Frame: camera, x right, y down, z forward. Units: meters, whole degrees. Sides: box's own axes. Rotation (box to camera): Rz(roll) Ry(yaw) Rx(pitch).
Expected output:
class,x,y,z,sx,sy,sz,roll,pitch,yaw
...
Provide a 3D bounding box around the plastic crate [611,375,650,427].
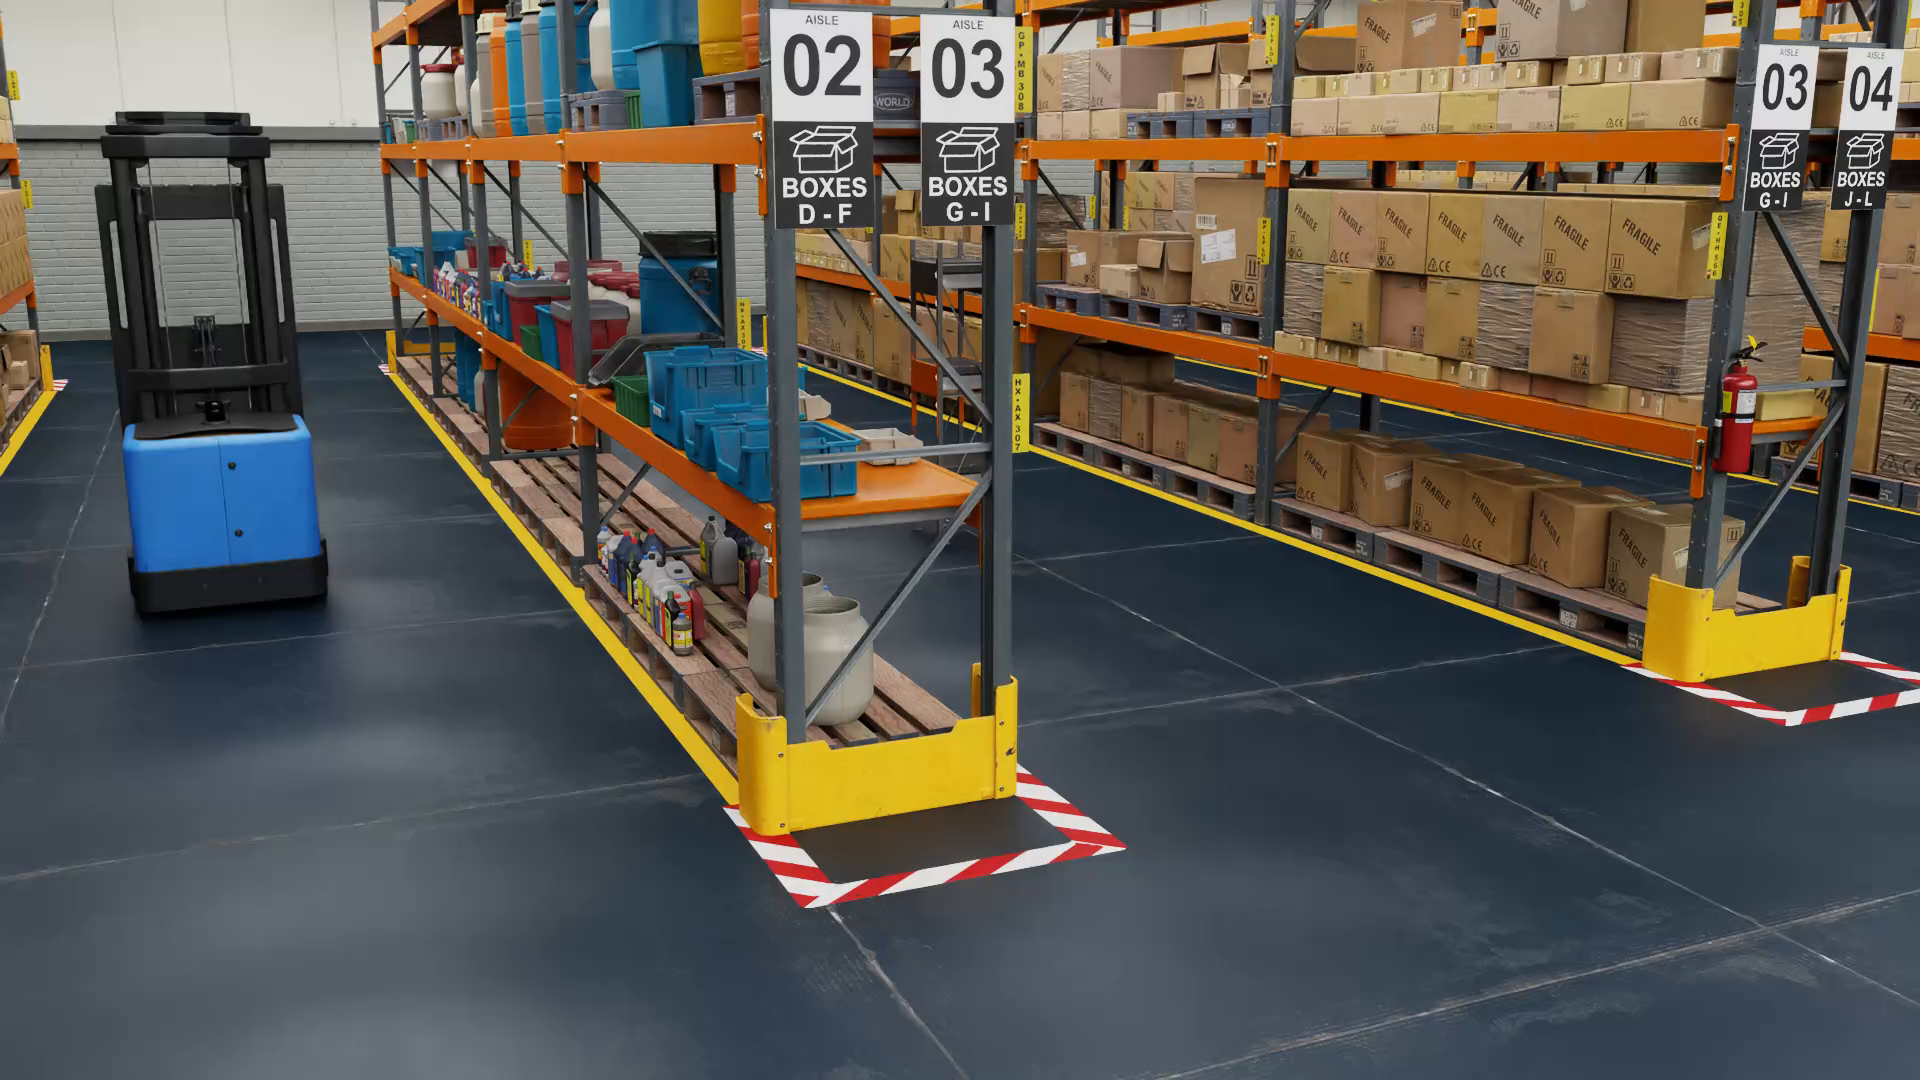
class,x,y,z,sx,sy,sz,roll,pitch,yaw
plastic crate,-1.583,-0.756,8.954,0.450,0.188,0.662,-6,14,-23

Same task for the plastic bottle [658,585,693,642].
class,x,y,z,sx,sy,sz,roll,pitch,yaw
plastic bottle,-1.479,0.380,8.643,0.152,0.276,0.135,-6,14,-23

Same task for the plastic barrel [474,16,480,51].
class,x,y,z,sx,sy,sz,roll,pitch,yaw
plastic barrel,-4.249,-4.389,15.487,0.600,0.901,0.708,-6,14,-23

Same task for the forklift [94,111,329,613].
class,x,y,z,sx,sy,sz,roll,pitch,yaw
forklift,-4.950,-1.285,10.920,1.130,2.935,3.031,-6,14,-24

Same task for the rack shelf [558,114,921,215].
class,x,y,z,sx,sy,sz,roll,pitch,yaw
rack shelf,-1.067,-1.863,8.209,1.077,0.370,4.000,-6,14,-23

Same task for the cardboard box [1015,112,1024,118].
class,x,y,z,sx,sy,sz,roll,pitch,yaw
cardboard box,0.757,-4.275,15.875,0.797,0.503,0.637,-5,14,-20

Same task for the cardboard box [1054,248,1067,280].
class,x,y,z,sx,sy,sz,roll,pitch,yaw
cardboard box,1.122,-2.613,16.284,0.500,0.500,0.500,-5,14,-21

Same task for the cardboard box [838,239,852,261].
class,x,y,z,sx,sy,sz,roll,pitch,yaw
cardboard box,-1.162,-3.511,20.062,0.500,0.250,0.500,-5,14,-21

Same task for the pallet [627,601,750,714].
class,x,y,z,sx,sy,sz,roll,pitch,yaw
pallet,-1.145,0.588,8.860,1.003,0.211,1.213,-6,14,-23

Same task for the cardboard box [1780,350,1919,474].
class,x,y,z,sx,sy,sz,roll,pitch,yaw
cardboard box,7.443,-1.073,13.634,0.875,0.875,0.875,-5,14,-22

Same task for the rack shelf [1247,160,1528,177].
class,x,y,z,sx,sy,sz,roll,pitch,yaw
rack shelf,4.851,-4.390,19.129,1.077,0.370,4.000,-6,14,-23

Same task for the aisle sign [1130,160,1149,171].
class,x,y,z,sx,sy,sz,roll,pitch,yaw
aisle sign,2.694,-5.828,24.631,0.394,0.787,0.004,-6,14,-23

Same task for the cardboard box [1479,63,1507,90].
class,x,y,z,sx,sy,sz,roll,pitch,yaw
cardboard box,3.293,-2.728,9.801,0.380,0.149,0.250,-6,15,-26

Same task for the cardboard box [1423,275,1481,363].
class,x,y,z,sx,sy,sz,roll,pitch,yaw
cardboard box,3.416,-1.400,10.384,0.875,0.500,0.500,-6,14,-23

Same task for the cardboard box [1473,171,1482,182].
class,x,y,z,sx,sy,sz,roll,pitch,yaw
cardboard box,7.676,-5.317,24.313,0.380,0.149,0.250,-6,14,-24

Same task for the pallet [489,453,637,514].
class,x,y,z,sx,sy,sz,roll,pitch,yaw
pallet,-3.196,-0.469,13.430,1.003,0.211,1.213,-6,14,-23

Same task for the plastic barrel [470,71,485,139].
class,x,y,z,sx,sy,sz,roll,pitch,yaw
plastic barrel,-3.627,-3.416,13.075,0.421,0.512,0.421,0,13,0

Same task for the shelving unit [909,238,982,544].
class,x,y,z,sx,sy,sz,roll,pitch,yaw
shelving unit,-0.066,-1.057,11.781,0.431,2.100,0.503,-6,14,-23

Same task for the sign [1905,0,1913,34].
class,x,y,z,sx,sy,sz,roll,pitch,yaw
sign,4.769,-2.722,8.389,0.100,0.325,0.005,-6,14,-23

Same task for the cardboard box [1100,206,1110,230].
class,x,y,z,sx,sy,sz,roll,pitch,yaw
cardboard box,2.375,-4.595,24.189,0.500,0.500,0.500,-5,14,-20

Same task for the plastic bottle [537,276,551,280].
class,x,y,z,sx,sy,sz,roll,pitch,yaw
plastic bottle,-3.903,-2.336,15.587,0.152,0.276,0.135,-6,14,-23

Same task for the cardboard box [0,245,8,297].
class,x,y,z,sx,sy,sz,roll,pitch,yaw
cardboard box,-9.776,-2.655,16.469,0.500,0.500,0.500,-5,14,-22

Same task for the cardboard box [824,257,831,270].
class,x,y,z,sx,sy,sz,roll,pitch,yaw
cardboard box,-1.472,-3.442,20.646,0.380,0.149,0.250,-6,14,-24

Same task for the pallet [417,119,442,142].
class,x,y,z,sx,sy,sz,roll,pitch,yaw
pallet,-4.670,-4.034,16.415,1.213,0.211,1.003,-6,14,-23

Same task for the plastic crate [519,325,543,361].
class,x,y,z,sx,sy,sz,roll,pitch,yaw
plastic crate,-2.825,-1.396,11.720,0.450,0.188,0.662,-6,14,-23

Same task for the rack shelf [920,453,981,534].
class,x,y,z,sx,sy,sz,roll,pitch,yaw
rack shelf,-0.066,-0.362,11.942,0.431,0.518,0.480,-6,14,-23

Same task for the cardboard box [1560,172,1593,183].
class,x,y,z,sx,sy,sz,roll,pitch,yaw
cardboard box,8.657,-5.101,23.379,0.380,0.149,0.250,-6,14,-24

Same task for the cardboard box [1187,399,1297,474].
class,x,y,z,sx,sy,sz,roll,pitch,yaw
cardboard box,2.270,-0.838,13.407,0.700,0.500,0.500,-6,14,-23

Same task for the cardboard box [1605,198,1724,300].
class,x,y,z,sx,sy,sz,roll,pitch,yaw
cardboard box,3.825,-1.558,8.851,0.500,0.500,0.500,-6,14,-23

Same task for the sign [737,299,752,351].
class,x,y,z,sx,sy,sz,roll,pitch,yaw
sign,-1.360,-1.347,10.425,0.100,0.325,0.005,-6,14,-23

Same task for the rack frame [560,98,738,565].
class,x,y,z,sx,sy,sz,roll,pitch,yaw
rack frame,-1.868,-1.165,10.252,1.000,3.000,0.127,-6,14,-23

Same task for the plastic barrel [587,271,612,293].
class,x,y,z,sx,sy,sz,roll,pitch,yaw
plastic barrel,-2.694,-1.766,12.599,0.421,0.512,0.421,0,13,0

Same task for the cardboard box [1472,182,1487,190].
class,x,y,z,sx,sy,sz,roll,pitch,yaw
cardboard box,7.695,-4.979,24.290,0.500,0.500,0.500,-5,14,-22

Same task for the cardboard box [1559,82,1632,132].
class,x,y,z,sx,sy,sz,roll,pitch,yaw
cardboard box,3.644,-2.354,9.068,0.500,0.250,0.500,-6,14,-23

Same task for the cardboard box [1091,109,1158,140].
class,x,y,z,sx,sy,sz,roll,pitch,yaw
cardboard box,1.443,-3.496,14.002,0.500,0.250,0.500,-5,14,-22

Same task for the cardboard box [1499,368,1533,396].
class,x,y,z,sx,sy,sz,roll,pitch,yaw
cardboard box,3.453,-0.961,9.926,0.380,0.149,0.250,-6,14,-23

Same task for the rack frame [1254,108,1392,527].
class,x,y,z,sx,sy,sz,roll,pitch,yaw
rack frame,2.670,-1.613,12.185,1.000,3.000,0.127,-6,14,-23

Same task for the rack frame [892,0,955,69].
class,x,y,z,sx,sy,sz,roll,pitch,yaw
rack frame,-0.535,-6.188,18.650,1.000,3.000,0.127,-6,14,-23

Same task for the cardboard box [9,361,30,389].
class,x,y,z,sx,sy,sz,roll,pitch,yaw
cardboard box,-10.419,-1.783,18.045,0.500,0.250,0.500,-6,14,-23

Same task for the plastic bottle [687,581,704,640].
class,x,y,z,sx,sy,sz,roll,pitch,yaw
plastic bottle,-1.382,0.366,8.684,0.061,0.283,0.133,-6,14,-23

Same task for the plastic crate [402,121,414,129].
class,x,y,z,sx,sy,sz,roll,pitch,yaw
plastic crate,-5.730,-4.357,17.762,0.416,0.233,0.300,-6,14,-23

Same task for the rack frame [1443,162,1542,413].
class,x,y,z,sx,sy,sz,roll,pitch,yaw
rack frame,5.653,-2.866,17.601,1.000,3.000,0.127,-6,14,-23

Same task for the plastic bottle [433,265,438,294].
class,x,y,z,sx,sy,sz,roll,pitch,yaw
plastic bottle,-5.317,-2.647,16.912,0.061,0.283,0.133,-6,14,-23

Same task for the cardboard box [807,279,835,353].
class,x,y,z,sx,sy,sz,roll,pitch,yaw
cardboard box,-1.443,-2.948,21.736,0.875,0.875,0.875,-6,14,-23

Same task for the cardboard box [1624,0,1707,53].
class,x,y,z,sx,sy,sz,roll,pitch,yaw
cardboard box,3.925,-3.016,9.605,0.500,0.500,0.500,-6,14,-23

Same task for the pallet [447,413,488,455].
class,x,y,z,sx,sy,sz,roll,pitch,yaw
pallet,-4.310,-1.044,15.912,1.003,0.211,1.213,-6,14,-23

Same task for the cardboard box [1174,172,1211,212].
class,x,y,z,sx,sy,sz,roll,pitch,yaw
cardboard box,3.210,-4.659,22.250,0.500,0.500,0.500,-5,14,-21

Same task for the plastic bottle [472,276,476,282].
class,x,y,z,sx,sy,sz,roll,pitch,yaw
plastic bottle,-4.541,-2.332,15.580,0.097,0.271,0.097,0,13,0

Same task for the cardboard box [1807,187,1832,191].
class,x,y,z,sx,sy,sz,roll,pitch,yaw
cardboard box,10.174,-3.994,20.034,0.500,0.500,0.500,-6,14,-25

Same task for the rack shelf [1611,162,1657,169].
class,x,y,z,sx,sy,sz,roll,pitch,yaw
rack shelf,12.291,-6.134,26.662,1.077,0.370,4.000,-6,14,-23

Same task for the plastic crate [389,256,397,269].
class,x,y,z,sx,sy,sz,roll,pitch,yaw
plastic crate,-6.825,-3.391,20.319,0.250,0.136,0.298,-6,14,-23

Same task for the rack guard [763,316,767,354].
class,x,y,z,sx,sy,sz,roll,pitch,yaw
rack guard,-2.147,-2.879,23.200,1.175,0.500,0.348,-6,14,-23

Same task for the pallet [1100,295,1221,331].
class,x,y,z,sx,sy,sz,roll,pitch,yaw
pallet,1.898,-1.940,14.026,1.003,0.211,1.213,-6,14,-23

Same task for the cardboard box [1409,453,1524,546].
class,x,y,z,sx,sy,sz,roll,pitch,yaw
cardboard box,3.350,-0.274,11.015,0.500,0.500,0.500,-7,15,-28

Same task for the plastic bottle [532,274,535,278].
class,x,y,z,sx,sy,sz,roll,pitch,yaw
plastic bottle,-4.055,-2.393,15.843,0.097,0.271,0.097,0,13,0

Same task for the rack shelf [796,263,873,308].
class,x,y,z,sx,sy,sz,roll,pitch,yaw
rack shelf,-1.336,-3.328,21.192,1.077,0.370,4.000,-6,14,-23

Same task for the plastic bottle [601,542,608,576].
class,x,y,z,sx,sy,sz,roll,pitch,yaw
plastic bottle,-2.102,0.110,9.971,0.097,0.201,0.097,0,13,0
